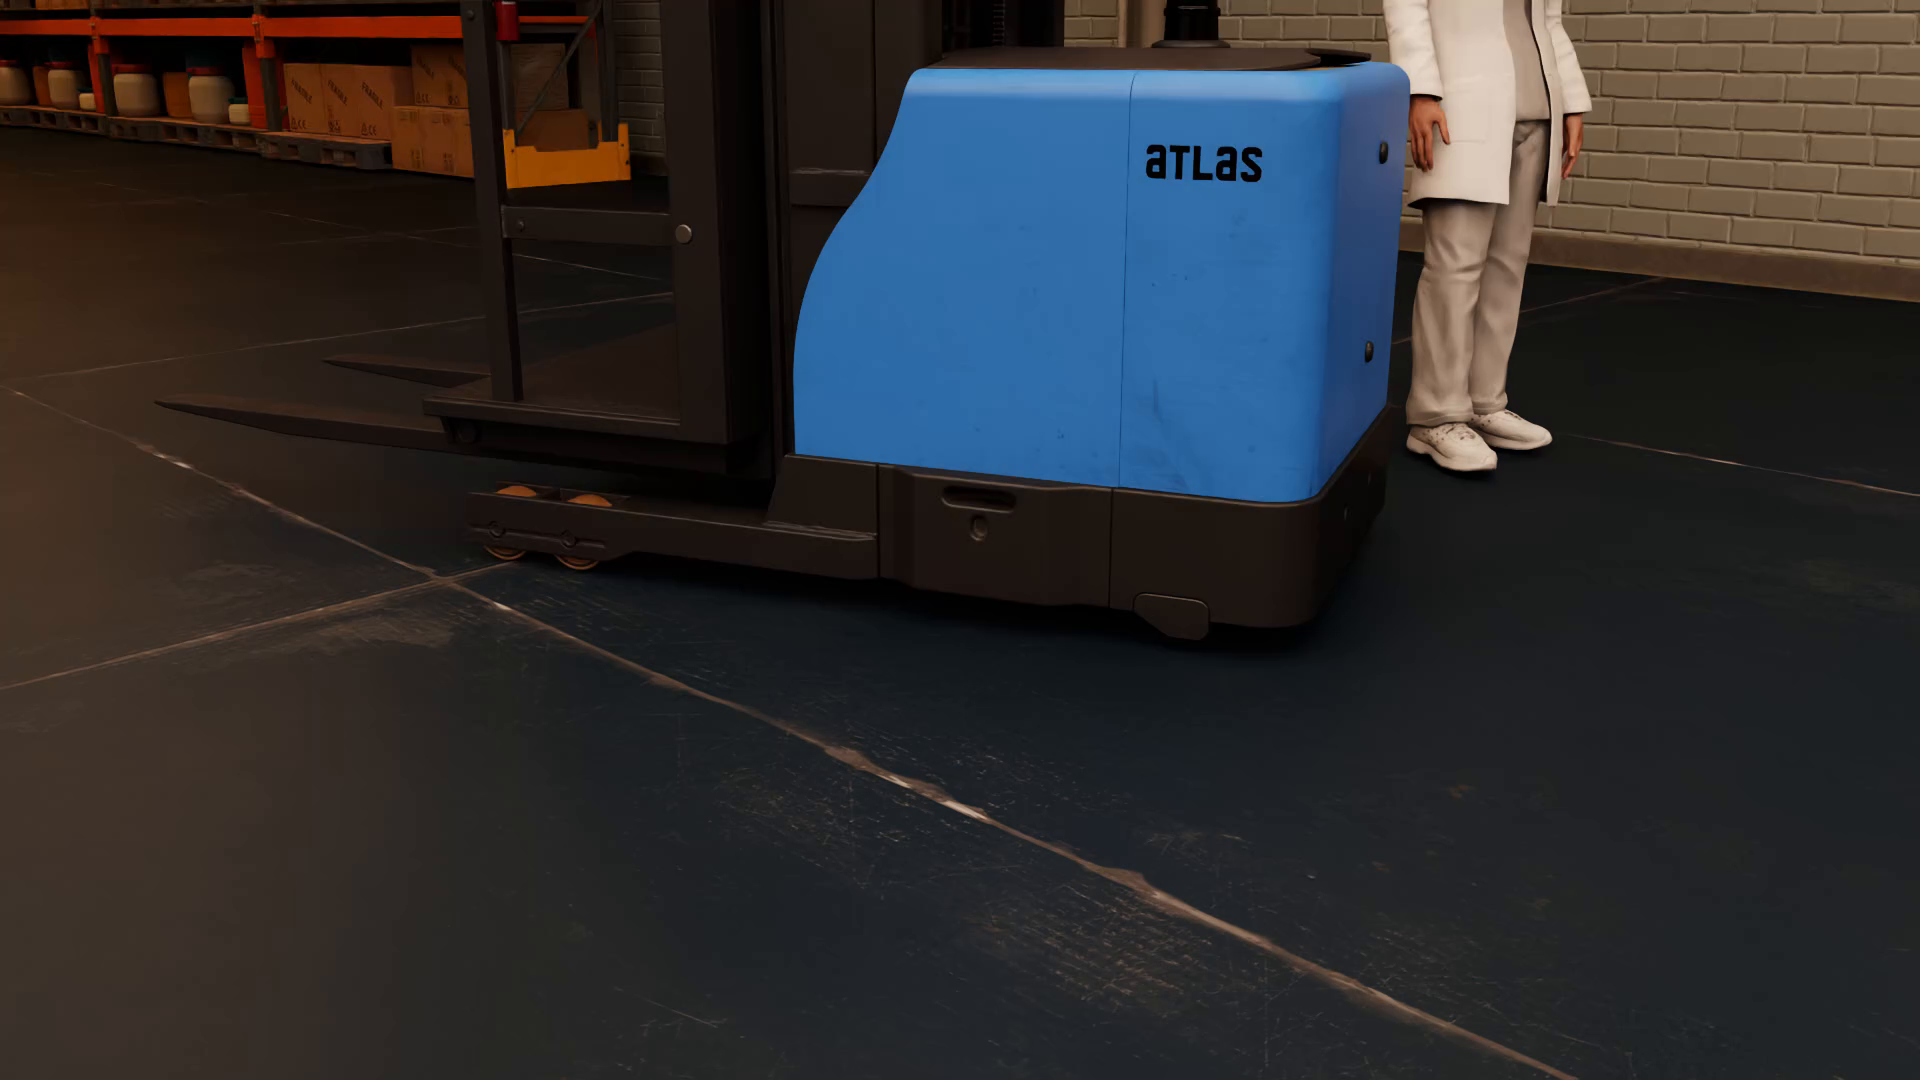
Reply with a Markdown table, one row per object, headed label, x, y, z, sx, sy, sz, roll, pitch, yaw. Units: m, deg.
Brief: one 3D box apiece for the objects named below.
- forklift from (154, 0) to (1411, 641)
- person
| label | x | y | z | sx | sy | sz | roll | pitch | yaw |
| --- | --- | --- | --- | --- | --- | --- | --- | --- | --- |
| forklift | -0.563 | -1.469 | 3.684 | 3.031 | 2.935 | 1.130 | 7 | 18 | 21 |
| person | 1.497 | -1.123 | 4.493 | 0.697 | 1.777 | 0.580 | -10 | 20 | -28 |
